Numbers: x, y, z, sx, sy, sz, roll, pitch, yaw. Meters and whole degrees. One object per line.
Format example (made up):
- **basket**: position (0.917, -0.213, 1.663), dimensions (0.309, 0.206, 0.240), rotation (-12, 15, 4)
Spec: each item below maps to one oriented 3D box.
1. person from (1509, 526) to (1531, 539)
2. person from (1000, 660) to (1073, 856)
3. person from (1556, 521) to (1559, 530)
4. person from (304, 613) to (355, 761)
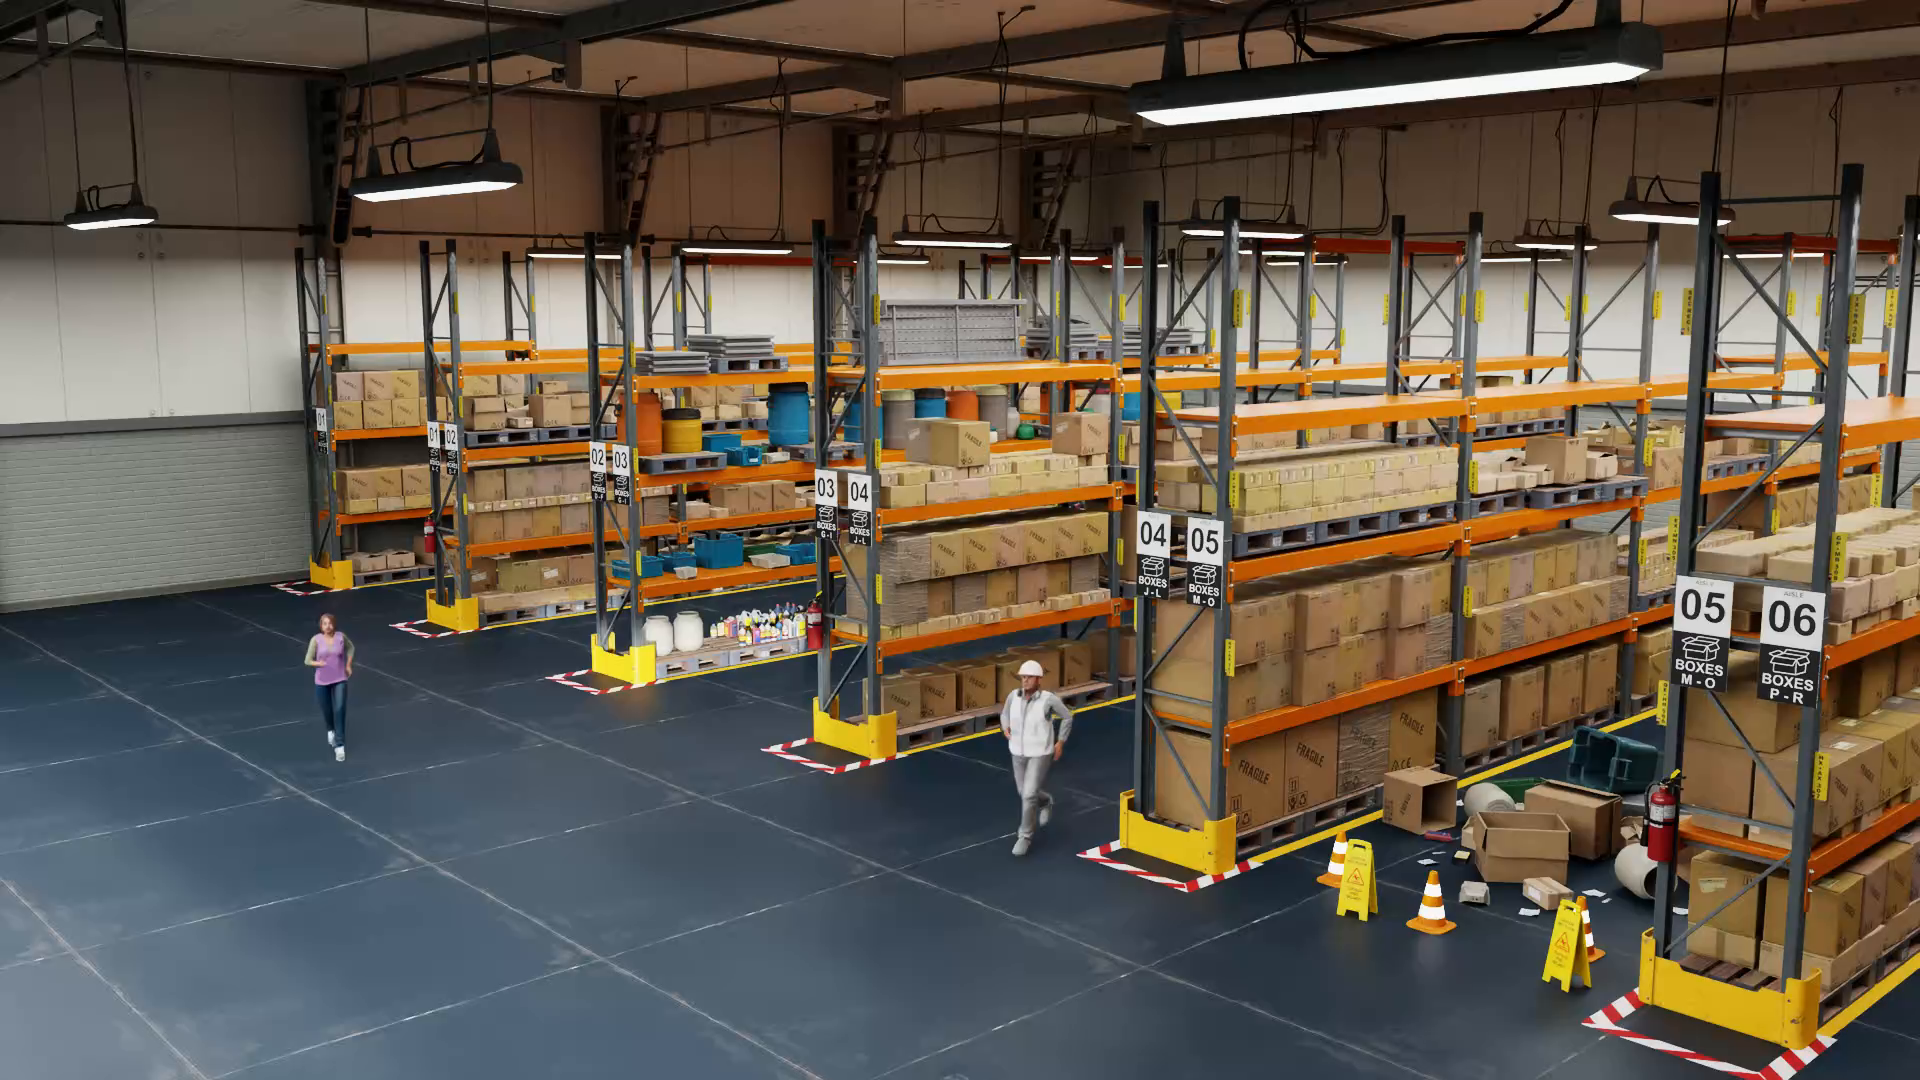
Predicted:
- **person**: position (8.608, 0.547, 25.534), dimensions (0.710, 1.747, 0.968), rotation (7, 11, 40)
- **person**: position (0.689, 2.007, 15.752), dimensions (0.695, 1.778, 0.889), rotation (5, 10, 31)
- **person**: position (9.546, 0.494, 26.474), dimensions (0.531, 1.695, 0.738), rotation (8, 11, 43)
- **person**: position (-7.087, 1.615, 18.741), dimensions (0.531, 1.607, 0.838), rotation (-3, 9, -20)
